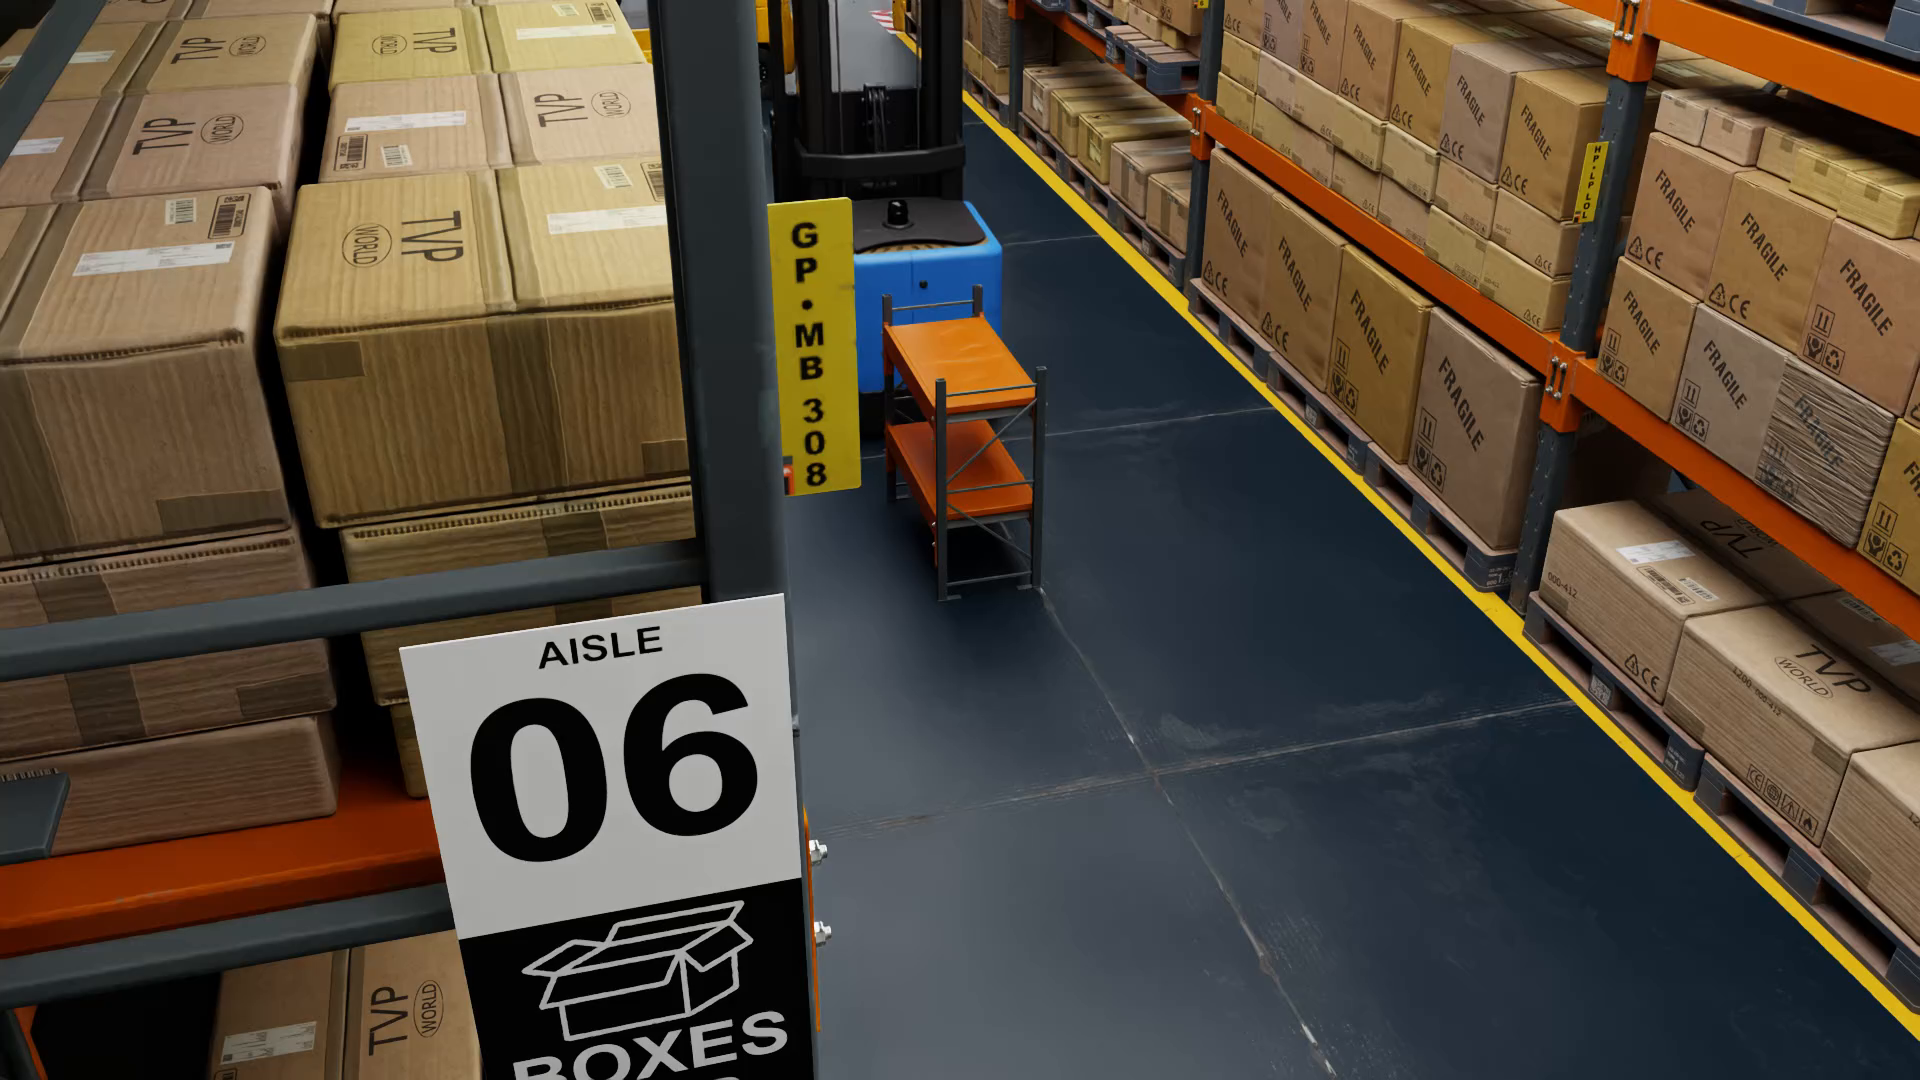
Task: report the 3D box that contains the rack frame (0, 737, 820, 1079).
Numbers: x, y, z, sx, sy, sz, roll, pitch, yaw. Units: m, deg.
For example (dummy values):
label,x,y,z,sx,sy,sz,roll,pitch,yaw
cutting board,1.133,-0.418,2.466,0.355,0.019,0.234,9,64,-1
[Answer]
label,x,y,z,sx,sy,sz,roll,pitch,yaw
rack frame,-0.679,1.556,2.567,1.000,3.000,0.127,-8,31,-13

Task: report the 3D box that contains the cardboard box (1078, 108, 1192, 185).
label,x,y,z,sx,sy,sz,roll,pitch,yaw
cardboard box,1.442,-3.011,12.661,0.950,0.372,0.625,-7,31,-12

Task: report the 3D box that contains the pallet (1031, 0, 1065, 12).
label,x,y,z,sx,sy,sz,roll,pitch,yaw
pallet,0.983,-4.430,13.101,1.003,0.211,1.213,-8,31,-13

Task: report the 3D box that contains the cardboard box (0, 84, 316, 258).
label,x,y,z,sx,sy,sz,roll,pitch,yaw
cardboard box,-1.204,-0.451,2.395,0.500,0.250,0.500,-9,31,-15

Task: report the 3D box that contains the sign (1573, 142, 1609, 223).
label,x,y,z,sx,sy,sz,roll,pitch,yaw
sign,2.523,-1.428,6.646,0.100,0.325,0.005,-8,31,-13

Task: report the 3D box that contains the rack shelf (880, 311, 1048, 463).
label,x,y,z,sx,sy,sz,roll,pitch,yaw
rack shelf,0.002,-0.737,7.816,0.538,0.278,1.000,-8,31,-13

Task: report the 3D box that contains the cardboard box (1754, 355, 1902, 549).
label,x,y,z,sx,sy,sz,roll,pitch,yaw
cardboard box,3.171,-0.335,5.734,0.500,0.500,0.500,-8,31,-13

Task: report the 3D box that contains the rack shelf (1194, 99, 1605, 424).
label,x,y,z,sx,sy,sz,roll,pitch,yaw
rack shelf,2.513,-1.692,8.898,1.077,0.370,4.000,-8,31,-13

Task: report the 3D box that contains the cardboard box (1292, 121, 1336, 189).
label,x,y,z,sx,sy,sz,roll,pitch,yaw
cardboard box,2.156,-2.135,9.094,0.500,0.250,0.500,-7,31,-12

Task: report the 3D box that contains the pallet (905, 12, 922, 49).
label,x,y,z,sx,sy,sz,roll,pitch,yaw
pallet,0.060,-5.193,17.011,1.003,0.211,1.213,-8,31,-13

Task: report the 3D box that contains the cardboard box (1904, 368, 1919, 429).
label,x,y,z,sx,sy,sz,roll,pitch,yaw
cardboard box,3.321,-0.514,5.046,0.500,0.500,0.500,-8,31,-14

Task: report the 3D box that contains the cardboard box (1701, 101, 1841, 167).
label,x,y,z,sx,sy,sz,roll,pitch,yaw
cardboard box,2.961,-1.486,6.077,0.380,0.149,0.250,-7,31,-13

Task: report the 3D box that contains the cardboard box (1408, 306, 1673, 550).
label,x,y,z,sx,sy,sz,roll,pitch,yaw
cardboard box,2.802,-0.589,7.975,0.875,0.875,0.875,-7,31,-12

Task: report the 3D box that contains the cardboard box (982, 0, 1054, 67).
label,x,y,z,sx,sy,sz,roll,pitch,yaw
cardboard box,0.504,-4.468,14.552,0.500,0.500,0.500,-8,31,-14

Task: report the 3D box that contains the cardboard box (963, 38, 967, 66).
label,x,y,z,sx,sy,sz,roll,pitch,yaw
cardboard box,0.223,-4.645,15.607,0.500,0.250,0.500,-7,31,-13

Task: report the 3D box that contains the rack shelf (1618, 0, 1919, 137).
label,x,y,z,sx,sy,sz,roll,pitch,yaw
rack shelf,3.574,-1.059,4.808,1.077,0.370,4.000,-8,31,-13

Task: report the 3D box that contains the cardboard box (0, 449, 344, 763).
label,x,y,z,sx,sy,sz,roll,pitch,yaw
cardboard box,-1.060,0.015,2.088,0.500,0.250,0.500,-8,31,-14

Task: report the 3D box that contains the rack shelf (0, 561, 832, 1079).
label,x,y,z,sx,sy,sz,roll,pitch,yaw
rack shelf,-1.210,-0.397,3.665,1.077,0.370,4.000,-8,31,-13

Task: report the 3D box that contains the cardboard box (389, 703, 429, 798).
label,x,y,z,sx,sy,sz,roll,pitch,yaw
cardboard box,-0.540,0.182,2.198,0.380,0.149,0.250,-7,31,-12

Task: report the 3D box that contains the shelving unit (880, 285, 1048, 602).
label,x,y,z,sx,sy,sz,roll,pitch,yaw
shelving unit,0.002,-0.484,7.963,0.538,1.125,1.048,-8,31,-13

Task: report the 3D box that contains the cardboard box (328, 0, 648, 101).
label,x,y,z,sx,sy,sz,roll,pitch,yaw
cardboard box,-0.818,-0.759,2.927,0.500,0.250,0.500,-8,31,-14

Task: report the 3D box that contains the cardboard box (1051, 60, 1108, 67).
label,x,y,z,sx,sy,sz,roll,pitch,yaw
cardboard box,1.024,-4.214,14.862,0.500,0.250,0.500,-9,31,-16

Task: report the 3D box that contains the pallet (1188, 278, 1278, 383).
label,x,y,z,sx,sy,sz,roll,pitch,yaw
pallet,2.118,-1.372,10.410,1.003,0.211,1.213,-8,31,-13

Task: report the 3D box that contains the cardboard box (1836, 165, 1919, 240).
label,x,y,z,sx,sy,sz,roll,pitch,yaw
cardboard box,3.119,-1.108,5.424,0.380,0.149,0.250,-9,31,-15

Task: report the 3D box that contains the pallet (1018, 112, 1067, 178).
label,x,y,z,sx,sy,sz,roll,pitch,yaw
pallet,1.128,-3.319,13.773,1.003,0.211,1.213,-8,31,-13

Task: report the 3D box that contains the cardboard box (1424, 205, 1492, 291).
label,x,y,z,sx,sy,sz,roll,pitch,yaw
cardboard box,2.547,-1.402,7.828,0.500,0.250,0.500,-8,31,-14

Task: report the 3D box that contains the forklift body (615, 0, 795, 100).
label,x,y,z,sx,sy,sz,roll,pitch,yaw
forklift body,-2.664,-5.131,14.968,2.313,2.155,1.214,-8,31,-13

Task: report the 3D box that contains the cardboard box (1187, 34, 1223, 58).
label,x,y,z,sx,sy,sz,roll,pitch,yaw
cardboard box,1.668,-3.170,10.563,0.380,0.149,0.250,-7,31,-11

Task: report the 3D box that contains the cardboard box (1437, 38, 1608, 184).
label,x,y,z,sx,sy,sz,roll,pitch,yaw
cardboard box,2.538,-1.945,7.518,0.500,0.500,0.500,-7,31,-12

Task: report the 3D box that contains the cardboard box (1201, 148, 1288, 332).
label,x,y,z,sx,sy,sz,roll,pitch,yaw
cardboard box,2.085,-1.887,10.218,0.875,0.875,0.875,-8,31,-14

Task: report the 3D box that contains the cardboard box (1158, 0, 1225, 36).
label,x,y,z,sx,sy,sz,roll,pitch,yaw
cardboard box,1.593,-3.506,10.497,0.500,0.500,0.500,-9,31,-15

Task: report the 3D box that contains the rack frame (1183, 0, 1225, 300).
label,x,y,z,sx,sy,sz,roll,pitch,yaw
rack frame,1.982,-2.970,10.386,1.000,3.000,0.127,-8,31,-13

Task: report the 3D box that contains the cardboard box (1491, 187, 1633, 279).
label,x,y,z,sx,sy,sz,roll,pitch,yaw
cardboard box,2.692,-1.370,7.273,0.500,0.250,0.500,-8,31,-13

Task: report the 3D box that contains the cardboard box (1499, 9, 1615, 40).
label,x,y,z,sx,sy,sz,roll,pitch,yaw
cardboard box,2.911,-2.249,8.043,0.500,0.500,0.500,-9,31,-15

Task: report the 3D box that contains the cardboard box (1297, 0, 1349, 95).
label,x,y,z,sx,sy,sz,roll,pitch,yaw
cardboard box,2.140,-2.685,8.796,0.500,0.500,0.500,-7,31,-12

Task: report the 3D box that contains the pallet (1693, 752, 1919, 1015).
label,x,y,z,sx,sy,sz,roll,pitch,yaw
pallet,3.497,1.137,6.075,1.003,0.211,1.213,-8,31,-13

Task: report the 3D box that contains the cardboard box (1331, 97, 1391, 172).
label,x,y,z,sx,sy,sz,roll,pitch,yaw
cardboard box,2.257,-2.105,8.543,0.500,0.250,0.500,-7,31,-12

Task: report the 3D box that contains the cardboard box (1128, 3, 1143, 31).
label,x,y,z,sx,sy,sz,roll,pitch,yaw
cardboard box,1.358,-3.528,11.182,0.380,0.149,0.250,-9,31,-16

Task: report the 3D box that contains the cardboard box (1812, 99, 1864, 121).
label,x,y,z,sx,sy,sz,roll,pitch,yaw
cardboard box,3.397,-1.546,6.182,0.380,0.149,0.250,-7,31,-12

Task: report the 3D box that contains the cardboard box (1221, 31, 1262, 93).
label,x,y,z,sx,sy,sz,roll,pitch,yaw
cardboard box,1.878,-2.844,9.819,0.500,0.250,0.500,-8,31,-14

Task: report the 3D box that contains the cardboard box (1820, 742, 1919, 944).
label,x,y,z,sx,sy,sz,roll,pitch,yaw
cardboard box,3.583,1.075,5.537,0.875,0.438,0.875,-7,31,-12

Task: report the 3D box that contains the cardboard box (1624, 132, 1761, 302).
label,x,y,z,sx,sy,sz,roll,pitch,yaw
cardboard box,2.936,-1.252,6.320,0.500,0.500,0.500,-8,31,-13

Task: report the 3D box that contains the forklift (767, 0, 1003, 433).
label,x,y,z,sx,sy,sz,roll,pitch,yaw
forklift,-0.578,-2.565,9.756,1.130,2.935,3.031,-6,31,-11
